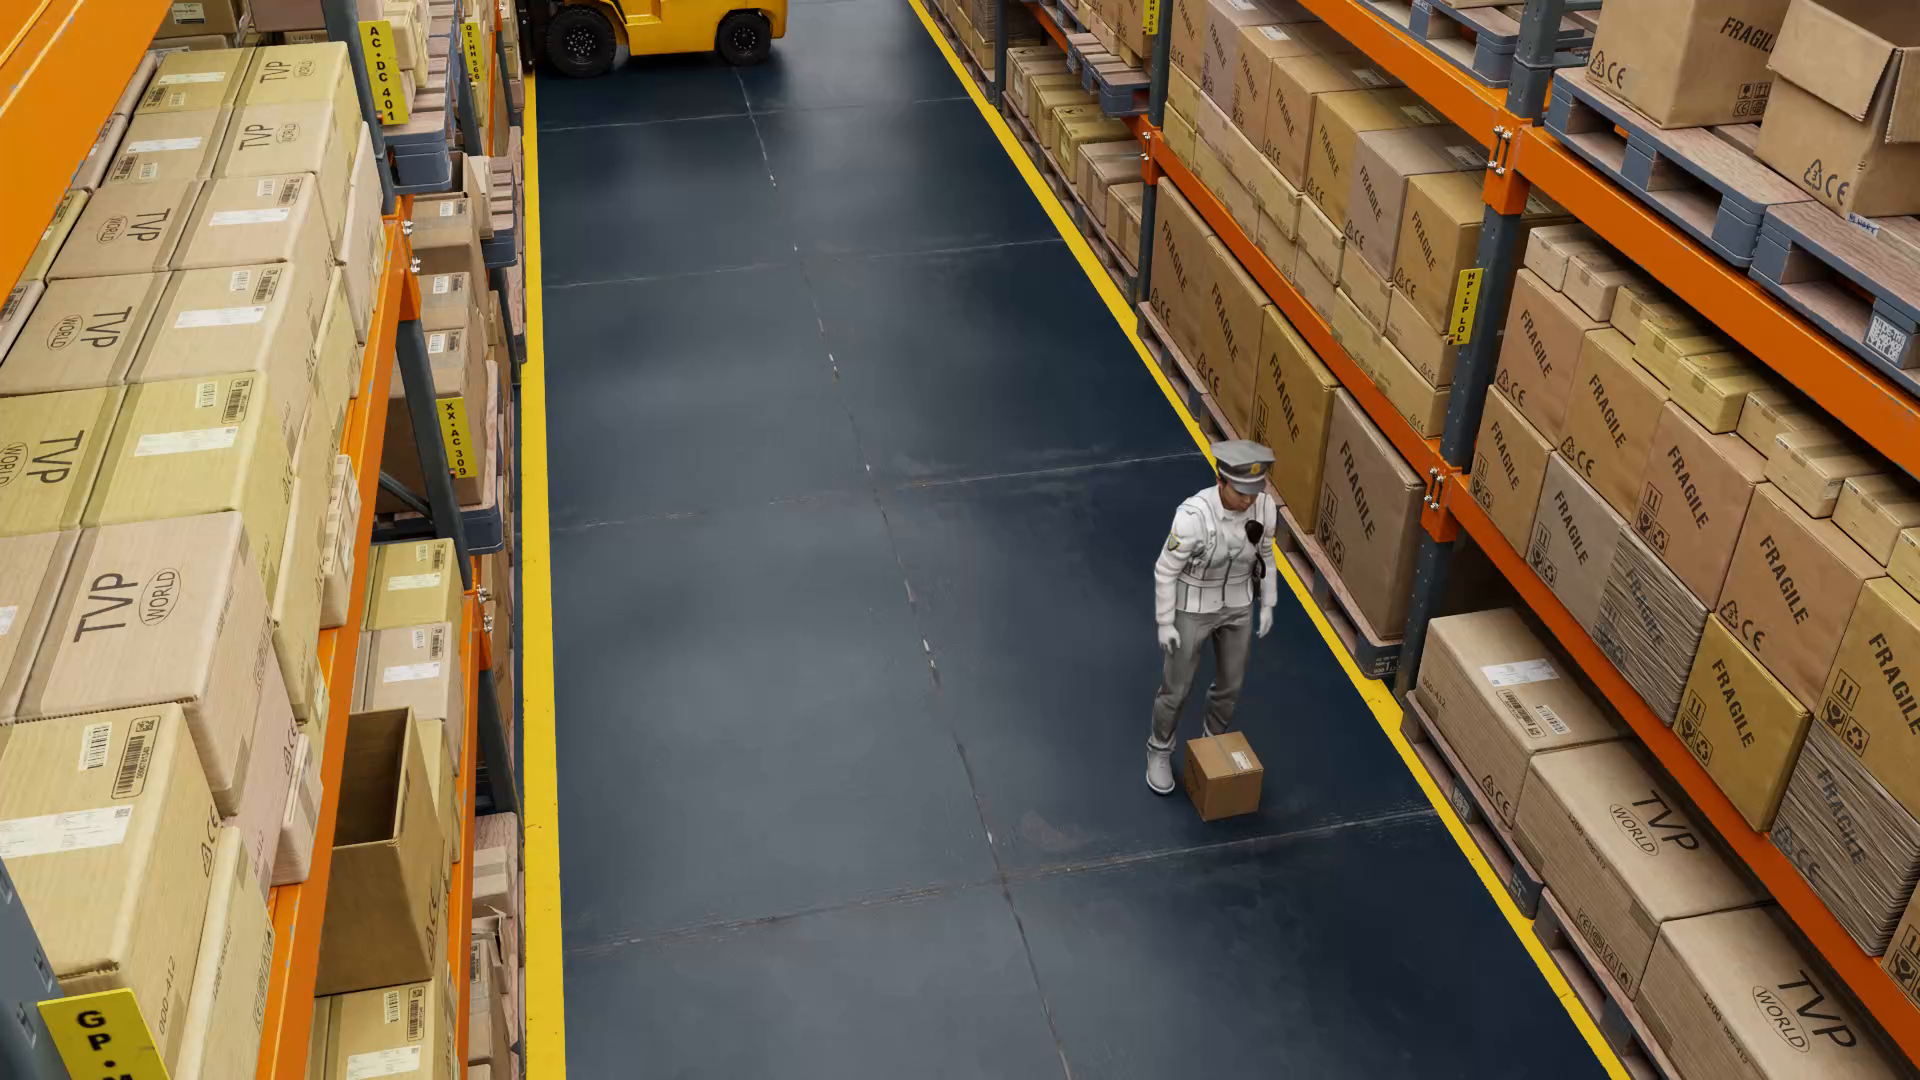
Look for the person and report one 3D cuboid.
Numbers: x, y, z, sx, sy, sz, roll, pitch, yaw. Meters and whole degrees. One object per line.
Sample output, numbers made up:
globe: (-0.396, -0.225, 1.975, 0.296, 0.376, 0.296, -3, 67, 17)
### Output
person: (1.058, 0.301, 6.913, 0.543, 1.664, 0.374, -9, 36, -13)
